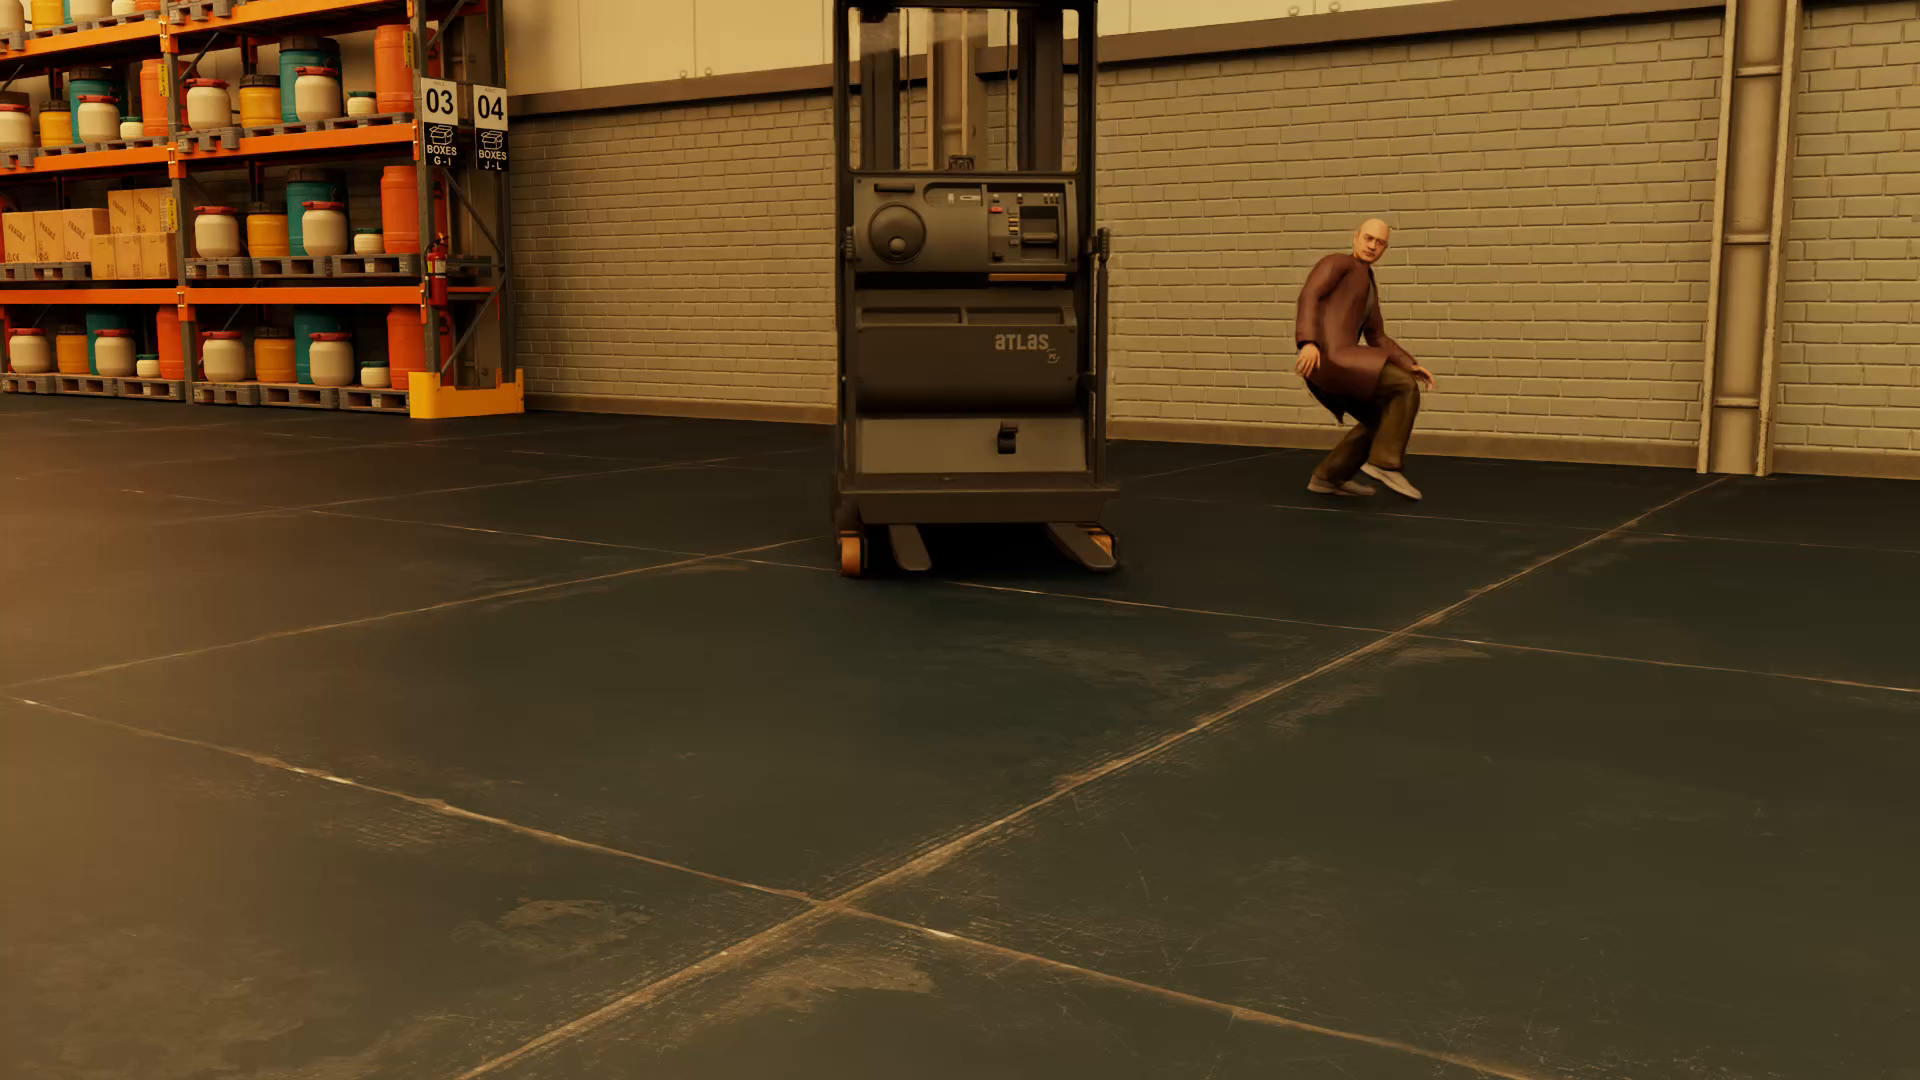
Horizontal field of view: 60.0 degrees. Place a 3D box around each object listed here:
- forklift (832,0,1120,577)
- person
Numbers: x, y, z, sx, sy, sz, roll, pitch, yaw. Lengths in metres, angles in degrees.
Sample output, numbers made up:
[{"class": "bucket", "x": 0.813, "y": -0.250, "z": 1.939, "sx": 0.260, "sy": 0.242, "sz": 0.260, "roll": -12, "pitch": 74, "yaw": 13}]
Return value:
[{"class": "forklift", "x": 0.043, "y": -1.351, "z": 6.696, "sx": 1.130, "sy": 2.935, "sz": 3.031, "roll": -1, "pitch": 8, "yaw": -5}, {"class": "person", "x": 2.219, "y": -0.966, "z": 9.070, "sx": 0.736, "sy": 1.547, "sz": 0.818, "roll": 2, "pitch": 8, "yaw": 15}]
